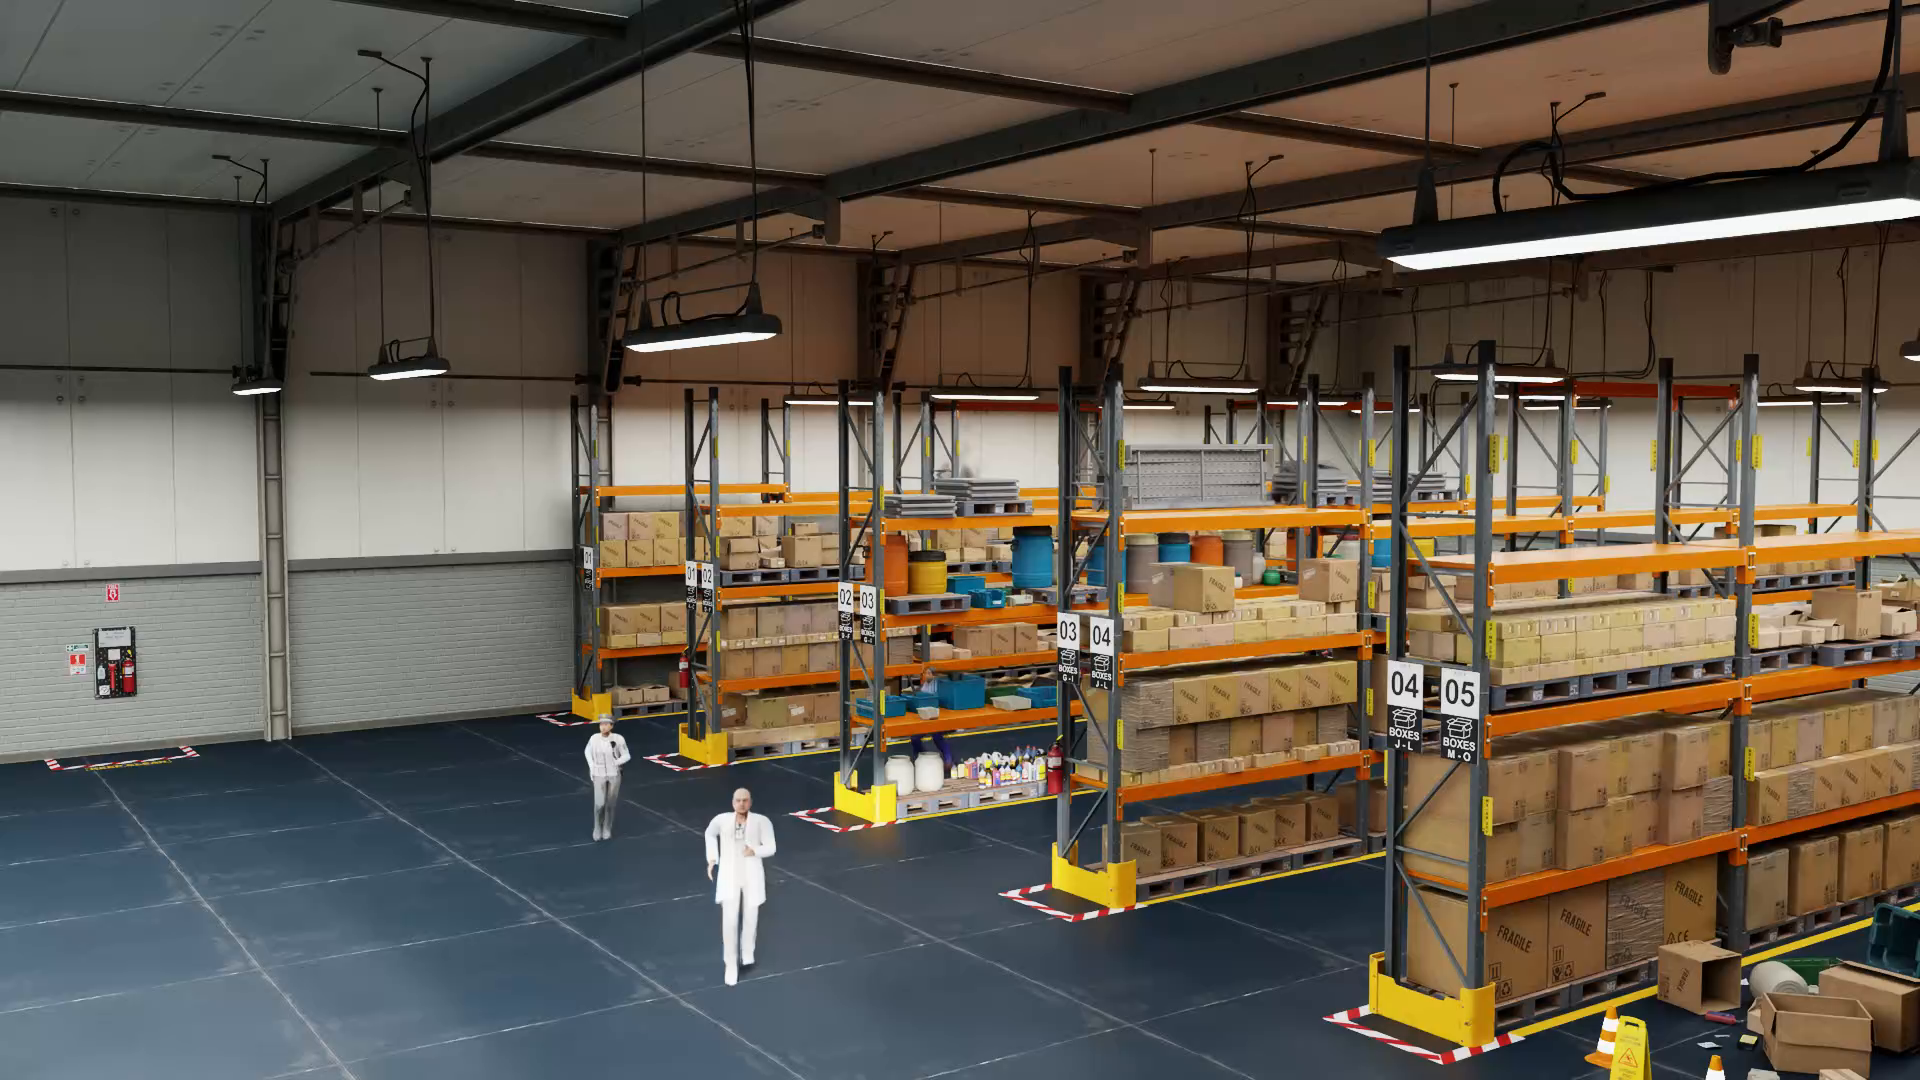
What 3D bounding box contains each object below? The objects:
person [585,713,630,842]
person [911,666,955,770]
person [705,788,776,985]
[{"bbox_3d":[-4.519,3.042,21.296,0.589,1.674,0.608,0,3,-8],"label":"person"},{"bbox_3d":[-0.445,2.810,25.684,0.745,1.687,0.575,-3,5,-43],"label":"person"},{"bbox_3d":[-2.114,3.313,16.054,0.669,1.849,0.835,-1,3,-9],"label":"person"}]
